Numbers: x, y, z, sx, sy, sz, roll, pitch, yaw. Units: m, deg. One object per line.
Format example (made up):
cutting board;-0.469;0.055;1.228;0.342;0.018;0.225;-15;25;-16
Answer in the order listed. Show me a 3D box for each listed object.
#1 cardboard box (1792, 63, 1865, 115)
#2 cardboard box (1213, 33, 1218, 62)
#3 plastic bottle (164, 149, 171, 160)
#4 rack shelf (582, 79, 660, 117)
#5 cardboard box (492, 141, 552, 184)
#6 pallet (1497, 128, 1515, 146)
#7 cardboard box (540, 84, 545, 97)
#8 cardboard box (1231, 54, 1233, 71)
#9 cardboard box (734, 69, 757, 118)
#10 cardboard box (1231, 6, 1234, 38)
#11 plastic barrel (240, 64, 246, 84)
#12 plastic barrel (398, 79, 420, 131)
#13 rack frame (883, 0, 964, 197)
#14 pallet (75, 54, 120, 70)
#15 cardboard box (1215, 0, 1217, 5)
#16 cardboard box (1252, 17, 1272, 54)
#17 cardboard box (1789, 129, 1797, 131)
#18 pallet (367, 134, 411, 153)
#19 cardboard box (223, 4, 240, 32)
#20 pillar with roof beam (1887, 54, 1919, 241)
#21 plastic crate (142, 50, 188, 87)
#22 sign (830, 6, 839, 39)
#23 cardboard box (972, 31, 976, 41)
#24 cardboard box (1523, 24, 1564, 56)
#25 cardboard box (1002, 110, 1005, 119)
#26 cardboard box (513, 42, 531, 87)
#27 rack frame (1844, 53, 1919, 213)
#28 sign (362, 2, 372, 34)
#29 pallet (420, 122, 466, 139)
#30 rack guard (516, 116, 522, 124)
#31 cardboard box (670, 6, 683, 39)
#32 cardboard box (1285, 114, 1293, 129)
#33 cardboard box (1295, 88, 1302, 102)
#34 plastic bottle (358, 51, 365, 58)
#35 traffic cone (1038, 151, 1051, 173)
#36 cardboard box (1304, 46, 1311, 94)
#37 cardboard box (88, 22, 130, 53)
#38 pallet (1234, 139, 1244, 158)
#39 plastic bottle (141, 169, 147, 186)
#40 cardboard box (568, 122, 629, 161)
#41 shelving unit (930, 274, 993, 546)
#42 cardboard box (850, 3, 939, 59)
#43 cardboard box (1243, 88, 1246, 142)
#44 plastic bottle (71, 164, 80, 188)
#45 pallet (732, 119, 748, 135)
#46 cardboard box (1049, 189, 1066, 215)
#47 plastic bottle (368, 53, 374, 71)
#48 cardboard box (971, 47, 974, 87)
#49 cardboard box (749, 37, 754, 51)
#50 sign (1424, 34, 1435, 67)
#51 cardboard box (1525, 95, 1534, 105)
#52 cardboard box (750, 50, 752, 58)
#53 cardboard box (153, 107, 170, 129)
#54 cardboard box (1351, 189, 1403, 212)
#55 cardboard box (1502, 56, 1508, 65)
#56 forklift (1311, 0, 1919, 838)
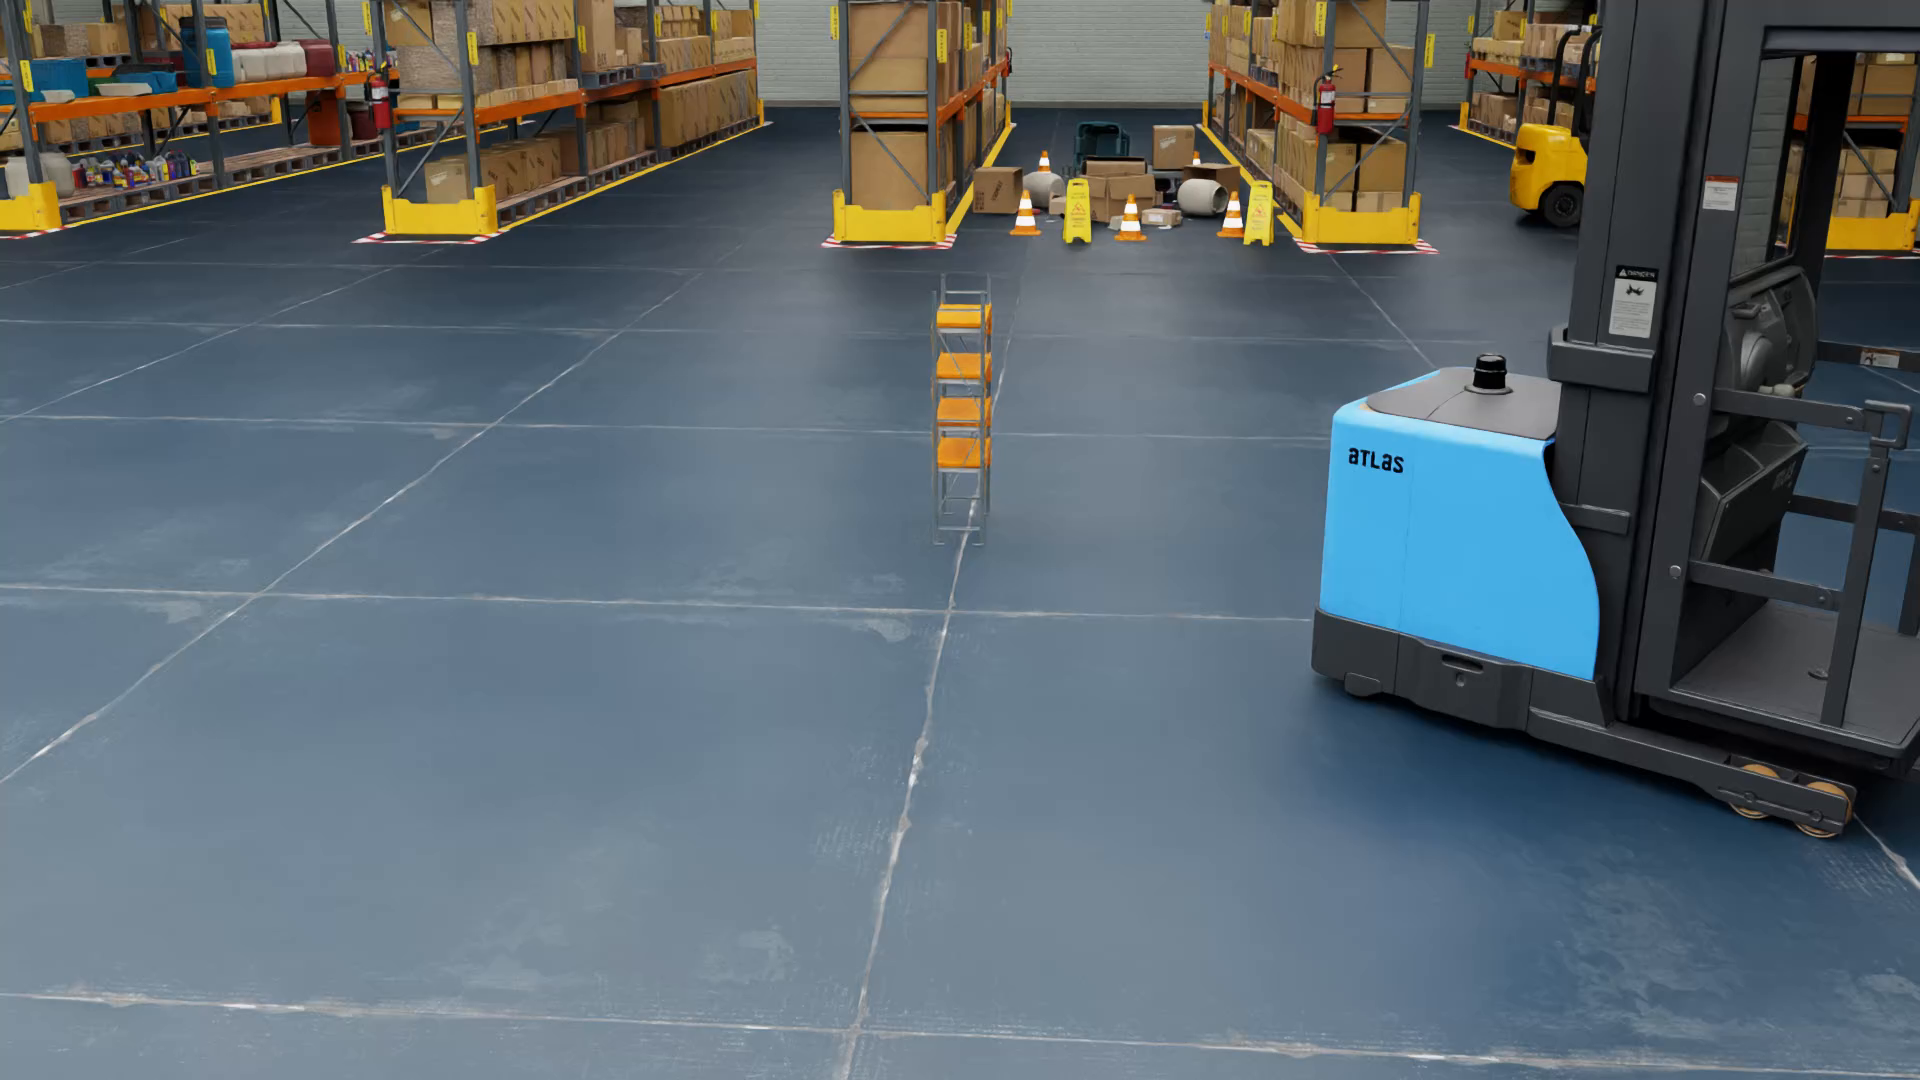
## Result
cardboard box;8.929;-4.655;17.153;0.500;0.500;0.500;1;18;3
cardboard box;4.968;-9.118;30.771;0.500;0.500;0.500;1;18;4
plastic bottle;-10.236;-4.880;21.546;0.144;0.351;0.185;1;18;4
rack shelf;-5.250;-6.302;23.493;1.077;0.370;4.000;1;18;4
cardboard box;-5.495;-4.733;20.889;0.500;0.500;0.500;7;20;21
pallet;10.066;-7.064;29.143;1.003;0.211;1.213;1;18;4
cardboard box;-5.254;-5.442;20.119;0.380;0.149;0.250;1;18;4
cardboard box;4.682;-7.764;27.042;0.500;0.250;0.500;1;18;3
cardboard box;-4.499;-8.739;32.512;0.875;0.875;0.875;1;18;4
cardboard box;4.738;-8.520;27.340;0.500;0.500;0.500;1;18;4
plastic barrel;-10.085;-6.475;23.088;0.301;0.262;0.301;0;18;0
plastic barrel;-9.816;-7.651;29.152;0.600;0.901;0.708;1;18;4
rack frame;-0.453;-5.880;21.051;1.000;3.000;0.127;1;18;4
pallet;-14.852;-8.000;27.828;1.003;0.211;1.213;1;18;4
cardboard box;4.969;-10.094;31.102;0.380;0.149;0.250;2;18;6
cardboard box;4.515;-7.297;24.063;0.500;0.500;0.500;1;18;2
cardboard box;9.579;-4.745;19.721;0.500;0.250;0.500;1;18;3
pallet;-9.941;-6.674;27.951;1.003;0.211;1.213;1;18;4
cardboard box;-14.239;-10.032;31.955;0.500;0.500;0.500;2;18;5
pillar with roof beam;5.811;-7.592;16.642;9.100;9.000;0.400;1;18;4
plastic crate;-10.604;-6.320;22.292;0.402;0.464;0.583;1;18;4
sign;-1.280;-5.317;17.093;0.100;0.325;0.005;1;18;4
cardboard box;0.060;-7.626;25.153;0.380;0.149;0.250;1;18;4
cardboard box;9.758;-8.278;27.534;0.700;0.500;0.500;2;18;5
cardboard box;0.660;-8.202;32.040;0.380;0.149;0.250;2;18;6
cardboard box;-5.570;-5.606;19.577;0.875;0.500;0.500;1;18;4
rack frame;9.156;-4.449;16.684;1.000;3.000;0.127;1;18;4
sign;-6.232;-5.499;17.521;0.100;0.325;0.005;1;18;4
pallet;-9.746;-7.522;30.539;1.003;0.211;1.213;1;18;4
rack guard;-9.484;-8.680;33.609;1.175;0.500;0.348;1;18;4
cardboard box;-4.947;-8.426;27.050;0.797;0.503;0.637;2;18;6
cardboard box;4.076;-4.984;19.812;0.380;0.149;0.250;2;18;6
cardboard box;4.058;-5.115;19.120;0.380;0.149;0.250;1;18;4
plastic bottle;-10.088;-8.132;28.124;0.152;0.276;0.135;1;18;4
traffic cone;1.149;-5.057;22.614;0.336;0.463;0.334;1;18;4
cardboard box;4.009;-5.078;17.964;0.500;0.500;0.500;1;18;4
cardboard box;-14.957;-8.834;29.231;0.700;0.500;0.500;-5;19;-15
pallet;5.000;-6.339;26.931;1.003;0.211;1.213;1;18;4
plastic bottle;-10.140;-4.494;20.609;0.097;0.201;0.097;0;18;0
cardboard box;-5.195;-5.729;23.896;0.700;0.500;0.500;3;18;9
shelving unit;0.012;-0.622;7.893;0.258;1.200;0.503;1;18;4
cardboard box;-0.675;-5.337;17.417;0.875;0.550;0.550;1;18;4
cardboard box;4.979;-6.723;26.361;0.875;0.875;0.875;2;18;5
plastic bottle;-10.880;-4.463;20.394;0.152;0.276;0.135;1;18;4
pallet;-4.602;-7.796;31.377;1.003;0.211;1.213;1;18;4
cardboard box;1.261;-4.006;19.722;0.396;0.266;0.258;4;19;13
plastic bottle;-9.591;-7.764;27.006;0.097;0.271;0.097;0;18;0
cardboard box;-0.073;-6.397;22.468;0.500;0.500;0.500;1;18;4
cardboard box;-4.303;-9.663;32.359;0.500;0.250;0.500;1;18;3
sign;4.746;-4.958;16.847;0.100;0.325;0.005;1;18;4
cardboard box;9.725;-7.391;27.959;0.380;0.149;0.250;2;18;7
cardboard box;-4.247;-9.431;32.292;0.380;0.149;0.250;1;18;4
cardboard box;-14.450;-7.591;29.580;0.500;0.500;0.500;1;18;4
cardboard box;4.538;-3.696;18.127;0.500;0.250;0.500;1;18;3
cardboard box;9.815;-8.485;29.404;0.380;0.149;0.250;1;18;3
forklift;2.767;-0.661;5.233;3.031;2.935;1.130;15;23;38
